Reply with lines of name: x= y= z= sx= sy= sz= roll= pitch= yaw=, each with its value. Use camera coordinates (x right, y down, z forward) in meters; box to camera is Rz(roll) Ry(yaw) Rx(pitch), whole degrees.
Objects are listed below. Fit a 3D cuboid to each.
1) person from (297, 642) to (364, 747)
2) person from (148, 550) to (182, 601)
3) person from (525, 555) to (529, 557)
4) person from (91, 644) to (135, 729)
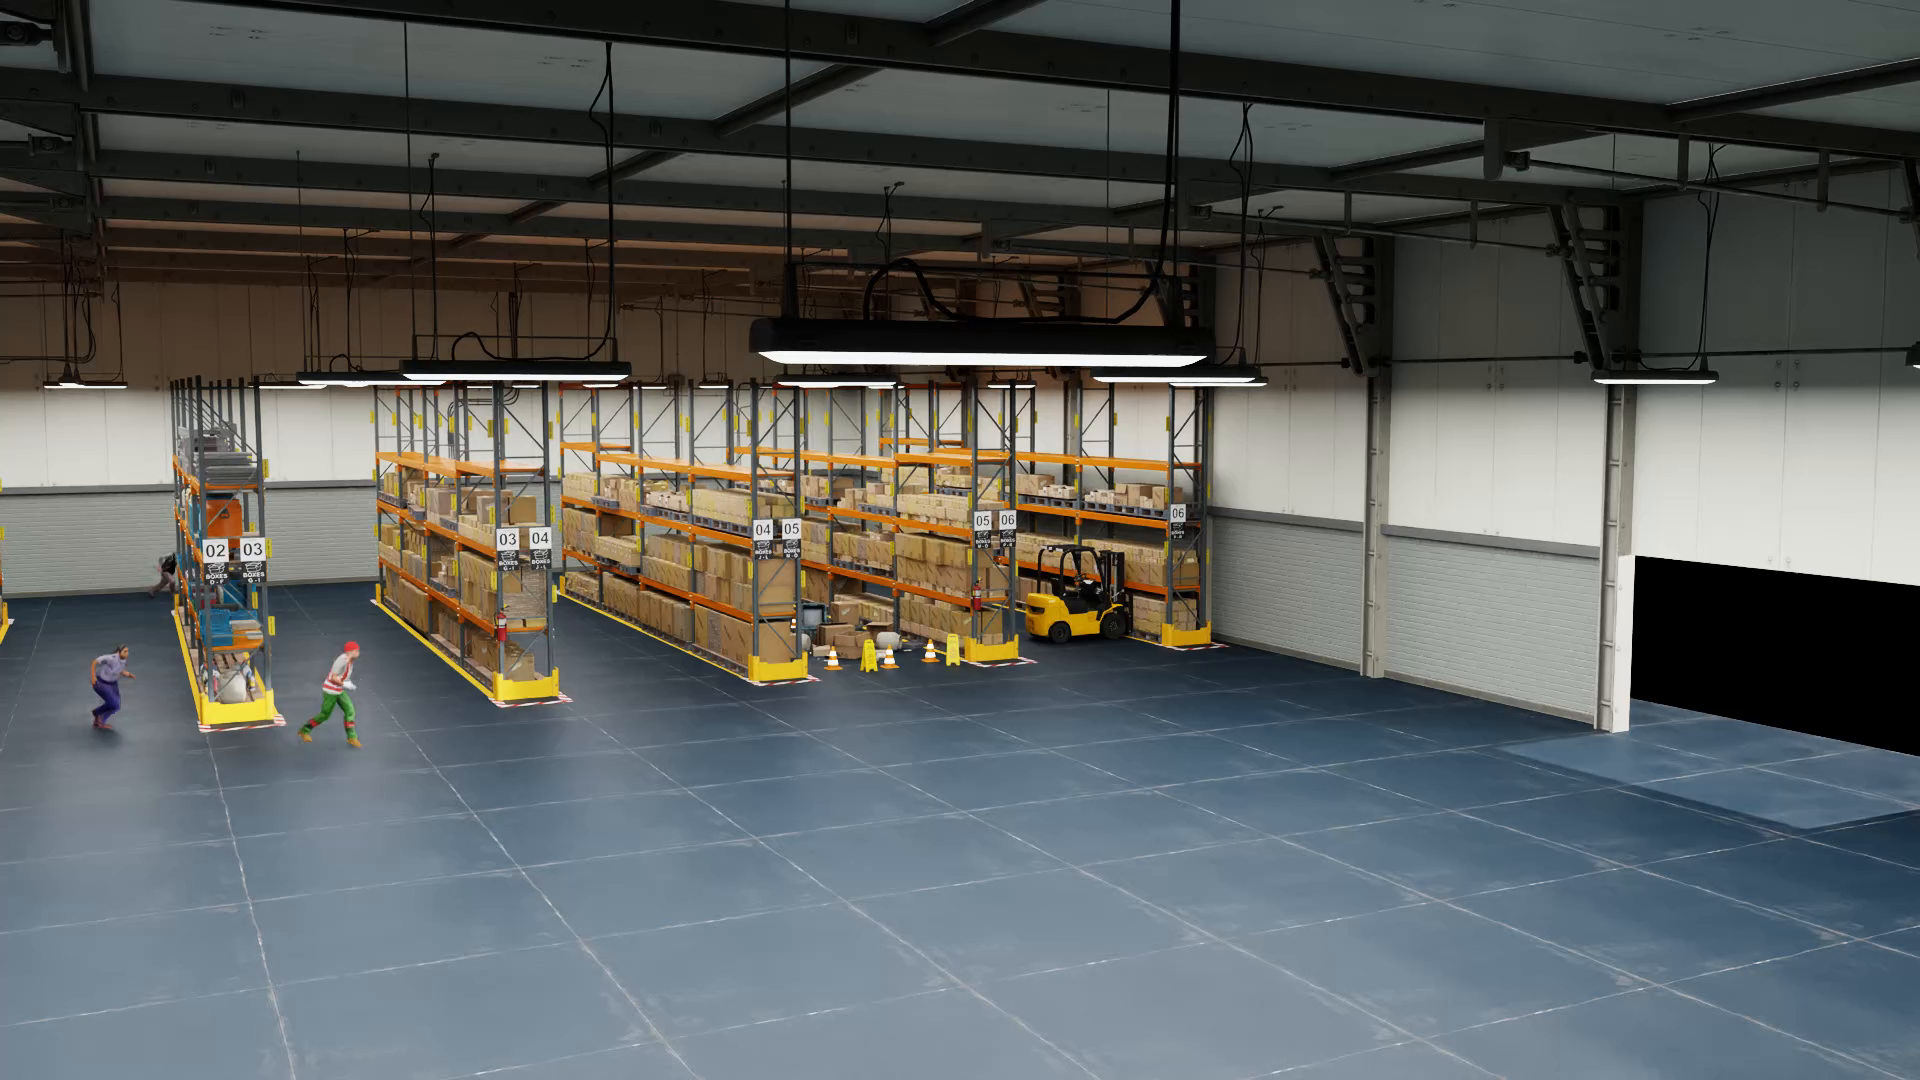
person: x=-10.169 y=2.504 z=26.835 sx=1.055 sy=1.732 sz=0.690 roll=-1 pitch=5 yaw=-6
person: x=-21.823 y=0.921 z=45.773 sx=1.135 sy=1.486 sz=0.652 roll=1 pitch=5 yaw=14
person: x=-12.304 y=0.732 z=46.801 sx=0.671 sy=1.694 sz=0.747 roll=0 pitch=5 yaw=-2
person: x=-14.392 y=2.491 z=28.154 sx=0.796 sy=1.477 sz=0.641 roll=1 pitch=5 yaw=11
